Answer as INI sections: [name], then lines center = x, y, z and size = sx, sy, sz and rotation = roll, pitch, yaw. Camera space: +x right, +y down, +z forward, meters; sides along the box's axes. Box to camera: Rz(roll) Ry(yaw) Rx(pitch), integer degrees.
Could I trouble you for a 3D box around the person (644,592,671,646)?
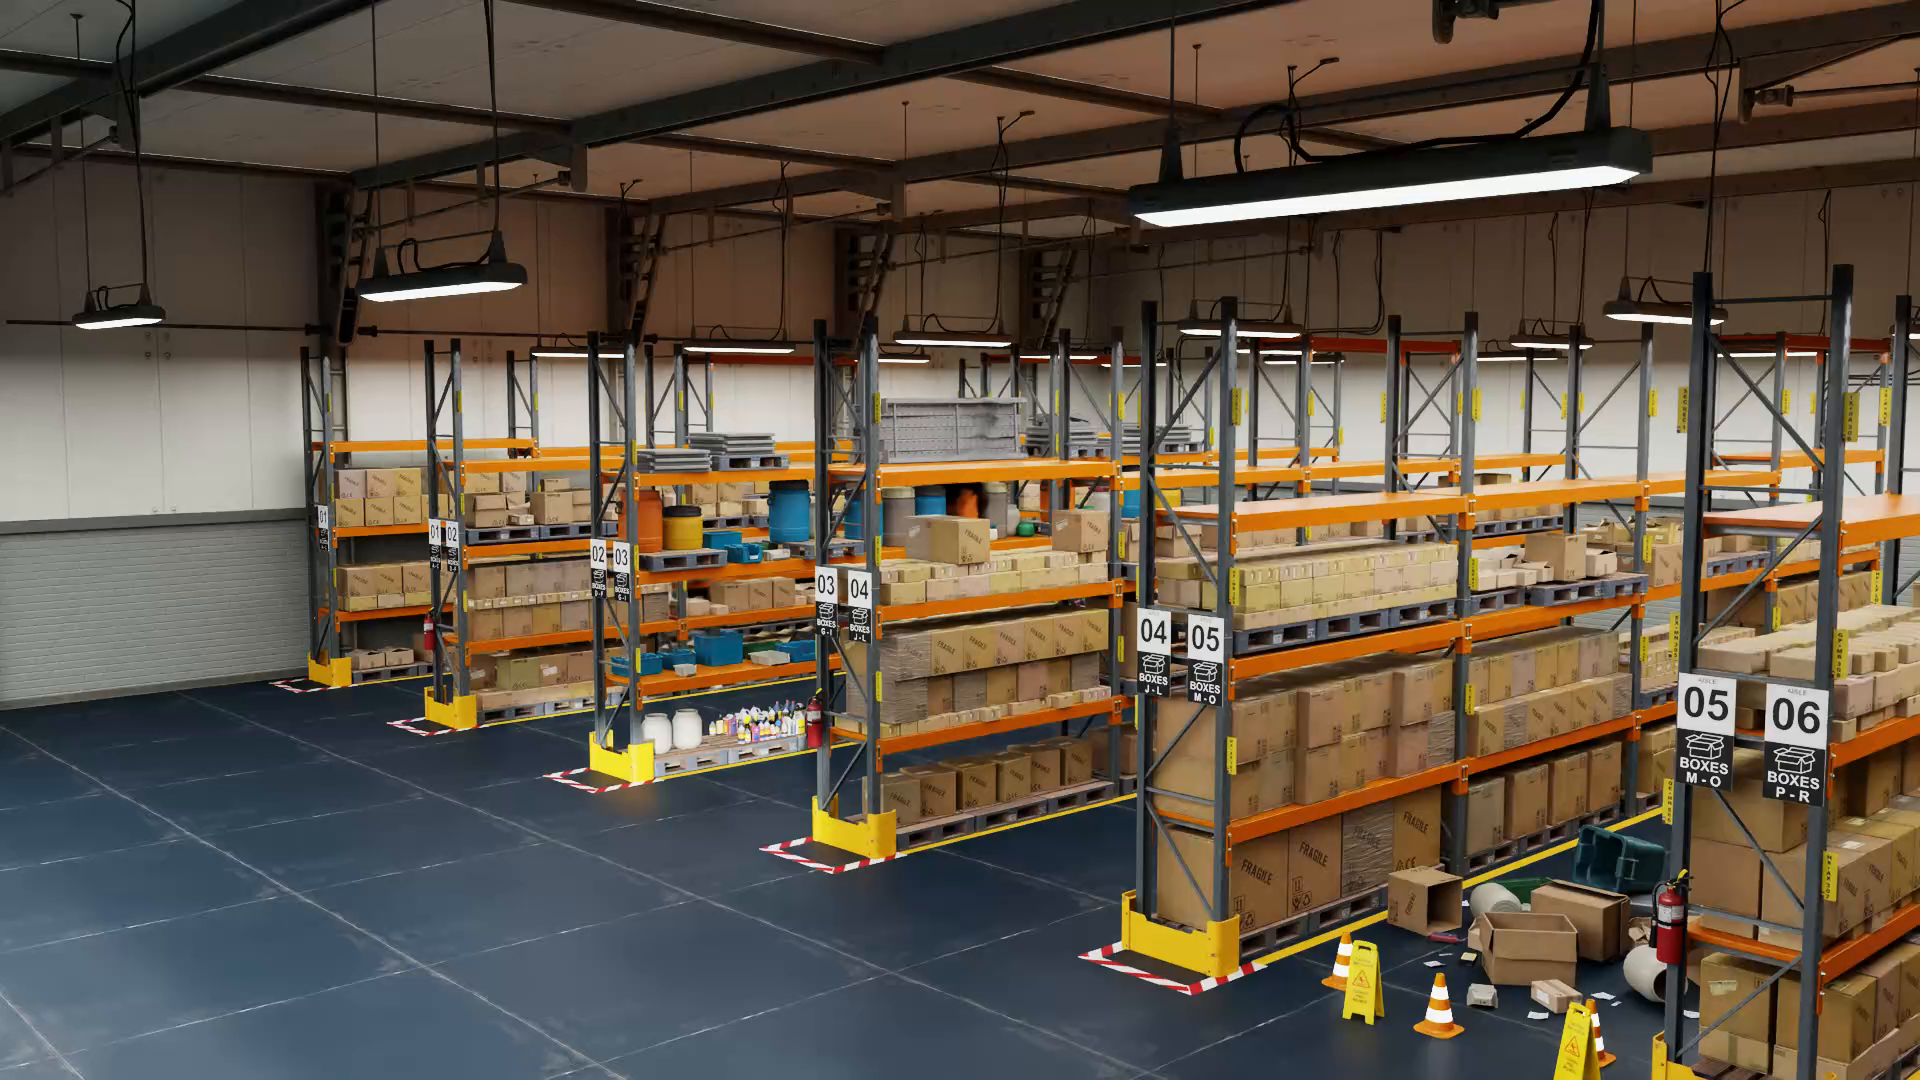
[person]
center = -5.695, 1.531, 31.398
size = 0.675, 1.828, 0.722
rotation = 4, 6, 37
